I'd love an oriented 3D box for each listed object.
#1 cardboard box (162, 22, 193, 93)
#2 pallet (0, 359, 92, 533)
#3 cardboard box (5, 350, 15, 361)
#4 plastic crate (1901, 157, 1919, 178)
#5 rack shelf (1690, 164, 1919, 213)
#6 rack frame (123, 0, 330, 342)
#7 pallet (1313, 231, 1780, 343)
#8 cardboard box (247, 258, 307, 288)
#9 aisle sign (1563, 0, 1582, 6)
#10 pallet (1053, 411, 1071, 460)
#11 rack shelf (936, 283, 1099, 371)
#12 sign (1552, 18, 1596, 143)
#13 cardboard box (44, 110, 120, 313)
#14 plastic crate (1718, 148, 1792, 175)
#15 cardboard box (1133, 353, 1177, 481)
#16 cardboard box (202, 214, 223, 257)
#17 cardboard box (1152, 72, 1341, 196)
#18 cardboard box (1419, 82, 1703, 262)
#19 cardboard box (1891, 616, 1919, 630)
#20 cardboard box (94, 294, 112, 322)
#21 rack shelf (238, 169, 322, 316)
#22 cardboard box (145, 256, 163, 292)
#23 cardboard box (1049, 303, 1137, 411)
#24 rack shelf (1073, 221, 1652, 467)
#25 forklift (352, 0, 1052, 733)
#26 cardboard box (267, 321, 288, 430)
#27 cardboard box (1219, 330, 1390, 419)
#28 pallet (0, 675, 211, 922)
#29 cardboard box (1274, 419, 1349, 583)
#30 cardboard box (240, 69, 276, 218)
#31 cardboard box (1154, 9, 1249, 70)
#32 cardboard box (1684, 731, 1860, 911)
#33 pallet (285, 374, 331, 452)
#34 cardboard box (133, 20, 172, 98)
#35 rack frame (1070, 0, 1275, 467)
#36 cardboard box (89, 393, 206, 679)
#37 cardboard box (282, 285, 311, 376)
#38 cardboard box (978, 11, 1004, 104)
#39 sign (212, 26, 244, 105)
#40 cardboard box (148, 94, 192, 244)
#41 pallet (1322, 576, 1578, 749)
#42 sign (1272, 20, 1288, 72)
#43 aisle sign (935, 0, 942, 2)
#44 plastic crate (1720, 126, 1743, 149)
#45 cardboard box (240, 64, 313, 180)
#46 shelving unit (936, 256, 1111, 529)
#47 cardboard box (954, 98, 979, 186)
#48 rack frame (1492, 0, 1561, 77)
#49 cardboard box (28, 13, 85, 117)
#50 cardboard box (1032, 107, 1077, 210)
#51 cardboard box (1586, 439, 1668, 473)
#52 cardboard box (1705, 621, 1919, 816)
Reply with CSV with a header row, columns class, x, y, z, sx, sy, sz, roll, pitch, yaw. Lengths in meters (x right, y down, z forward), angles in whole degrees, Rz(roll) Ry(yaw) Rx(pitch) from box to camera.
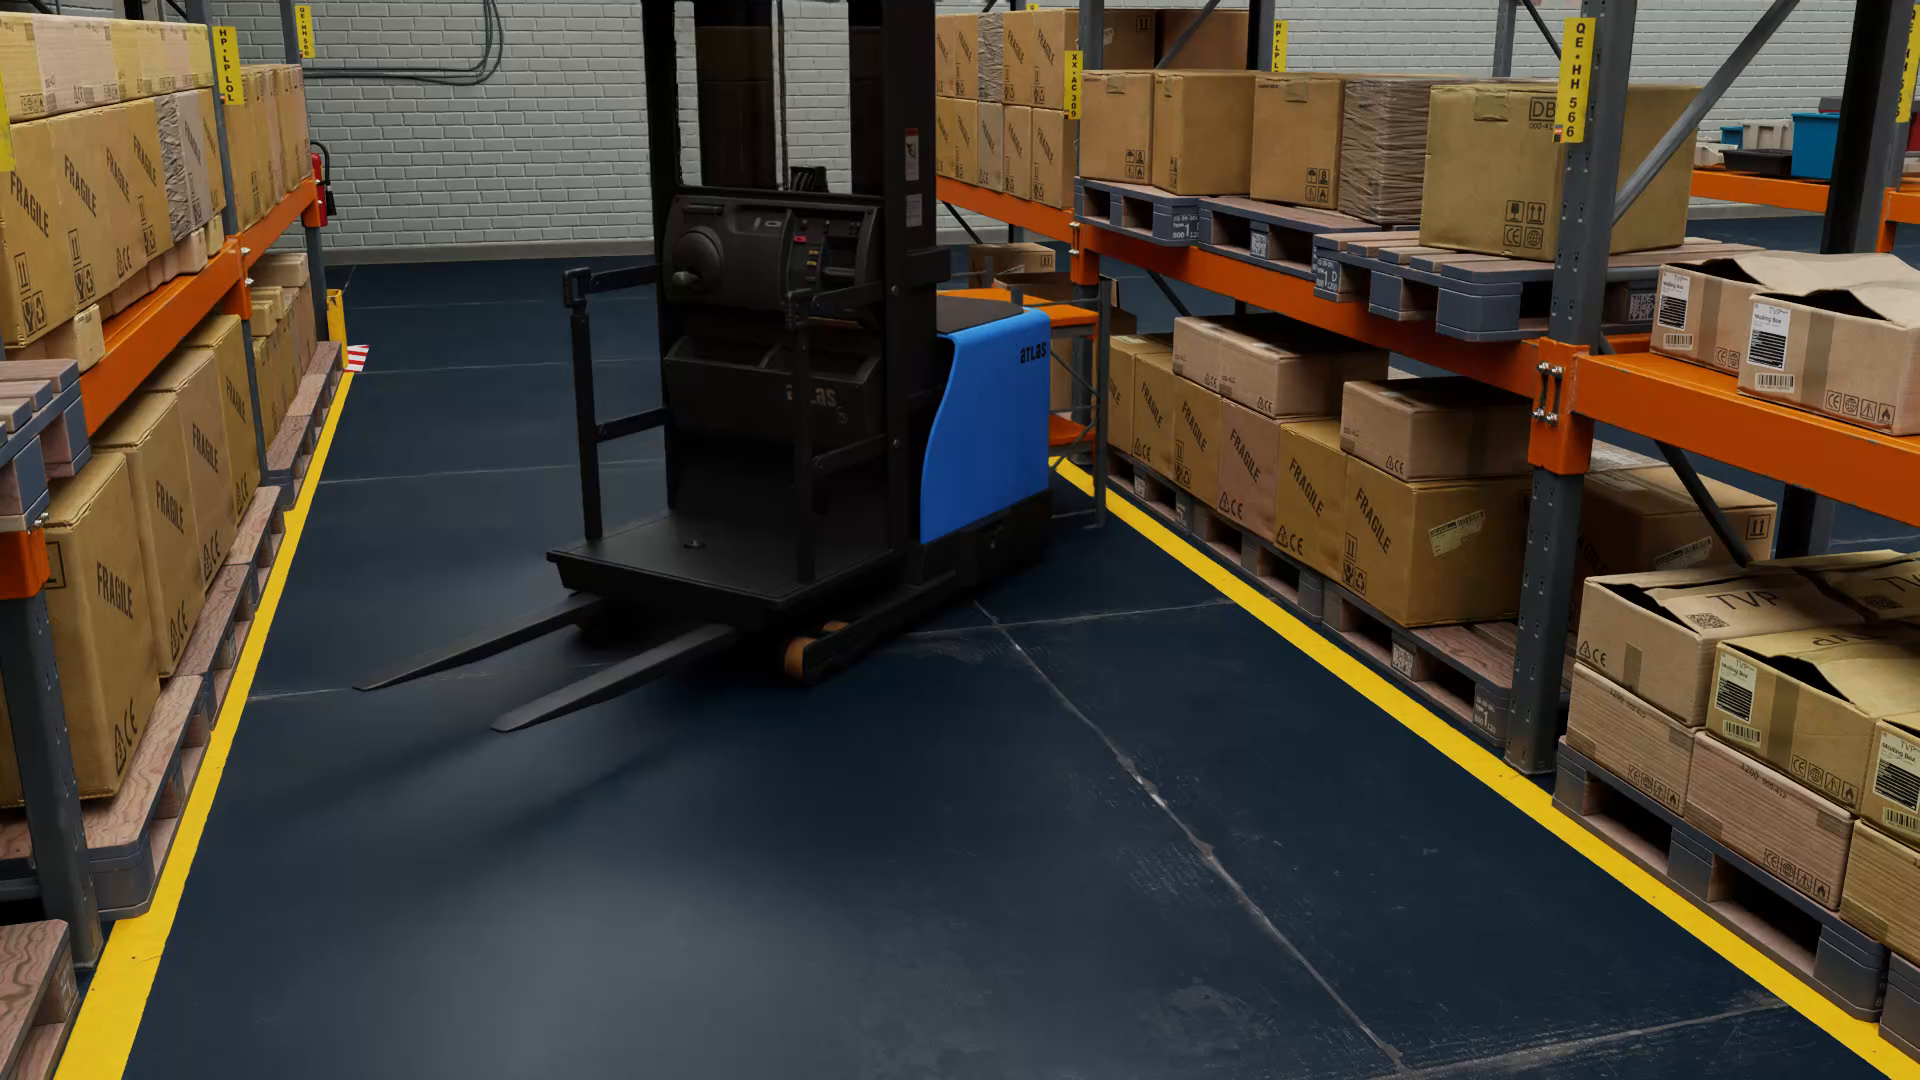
class,x,y,z,sx,sy,sz,roll,pitch,yaw
cardboard box,-3.174,-1.792,6.173,0.500,0.250,0.500,-4,17,-14
pallet,-2.282,-0.097,2.893,1.213,0.211,1.003,-5,17,-15
cardboard box,-2.448,-0.376,3.891,0.380,0.149,0.250,-5,17,-16
plastic crate,5.856,-2.309,10.280,0.396,0.136,0.243,-5,17,-15
rack shelf,5.296,-2.476,11.730,1.077,0.370,4.000,-5,17,-15
rack frame,-4.779,-2.590,10.860,1.000,3.000,0.127,-5,17,-15
pallet,1.928,-0.860,5.434,1.213,0.211,1.003,-5,17,-15
cardboard box,-4.209,-1.627,10.143,0.380,0.149,0.250,-4,17,-14
aisle sign,5.009,-4.661,13.237,0.394,0.787,0.004,-5,17,-15
pallet,0.895,-0.731,9.518,1.003,0.211,1.213,-5,17,-15
rack shelf,0.193,-0.979,7.739,0.538,0.278,1.000,-9,19,-28
sign,1.663,-1.241,4.494,0.100,0.325,0.005,-5,17,-15
cardboard box,-2.603,-0.877,4.433,0.500,0.500,0.500,-4,17,-13
plastic crate,5.280,-2.452,10.776,0.437,0.125,0.590,-5,17,-15
cardboard box,1.138,-0.590,7.783,0.500,0.500,0.500,-4,17,-14
cardboard box,-3.222,-1.234,6.747,0.380,0.149,0.250,-4,17,-14
cardboard box,1.247,-1.791,7.298,0.700,0.500,0.500,-2,17,-6
cardboard box,1.900,-1.184,5.276,0.700,0.500,0.500,-12,20,-34
cardboard box,2.711,0.346,4.161,0.500,0.311,0.500,-5,17,-16
cardboard box,-2.828,-0.730,5.069,0.380,0.149,0.250,-4,17,-14
rack shelf,-4.229,-1.692,9.122,1.077,0.370,4.000,-5,17,-15
cardboard box,-3.007,-0.947,5.792,0.380,0.149,0.250,-5,17,-17
cardboard box,0.653,-1.025,9.231,0.500,0.500,0.500,-5,17,-15
rack shelf,1.632,-0.979,6.746,1.077,0.370,4.000,-5,17,-15
forklift,-0.810,-1.055,5.868,1.130,2.935,3.031,10,19,30
cardboard box,-3.921,-0.842,8.655,0.700,0.500,0.500,-5,17,-16
cardboard box,1.394,-0.681,6.781,0.500,0.250,0.500,-5,17,-16
pallet,-2.724,0.734,4.641,1.003,0.211,1.213,-5,17,-15
cardboard box,1.557,-0.167,6.373,0.500,0.500,0.500,-5,18,-17
cardboard box,-4.008,-1.981,8.311,0.980,0.700,0.700,-5,17,-17
cardboard box,1.223,-2.556,8.834,0.500,0.500,0.500,-4,17,-14
cardboard box,2.182,0.653,4.114,0.500,0.250,0.500,-5,17,-17
pallet,-4.152,-0.703,9.425,1.003,0.211,1.213,-5,17,-15
cardboard box,-3.034,-1.650,5.703,0.500,0.250,0.500,-4,17,-14
rack frame,1.082,-1.876,8.484,1.000,3.000,0.127,-5,17,-15
cardboard box,-2.891,-0.005,5.263,0.750,0.750,0.750,-5,17,-16
cardboard box,-4.353,-1.270,10.081,0.700,0.500,0.500,-5,17,-15
cardboard box,0.413,-2.803,9.659,0.500,0.500,0.500,-5,17,-15
sign,-3.160,-2.046,7.174,0.100,0.325,0.005,-5,17,-15
cardboard box,-3.031,-1.296,5.826,0.500,0.500,0.500,-5,17,-15
pallet,2.013,0.356,5.900,1.003,0.211,1.213,-5,17,-15
sign,1.615,-2.476,8.467,0.100,0.325,0.005,-5,17,-15
aisle sign,-0.318,-4.223,11.779,0.394,0.787,0.004,-5,17,-15
plastic crate,5.558,-2.774,11.660,0.416,0.233,0.300,-5,17,-15
cardboard box,-4.629,-2.593,10.350,0.980,0.700,0.700,-4,17,-13
shelving unit,0.193,-0.699,7.823,0.538,1.125,1.048,-9,19,-28
cardboard box,0.269,-2.467,10.278,0.500,0.500,0.500,-4,17,-15
rack frame,4.747,-3.373,13.468,1.000,3.000,0.127,-5,17,-15
cardboard box,-2.606,-1.231,4.306,0.500,0.250,0.500,-5,17,-16
cardboard box,0.698,-2.042,8.863,0.500,0.500,0.500,-4,17,-14
cardboard box,2.182,-0.076,6.072,0.500,0.500,0.500,-5,18,-17
cardboard box,2.196,0.390,4.014,0.500,0.311,0.500,-5,17,-17
